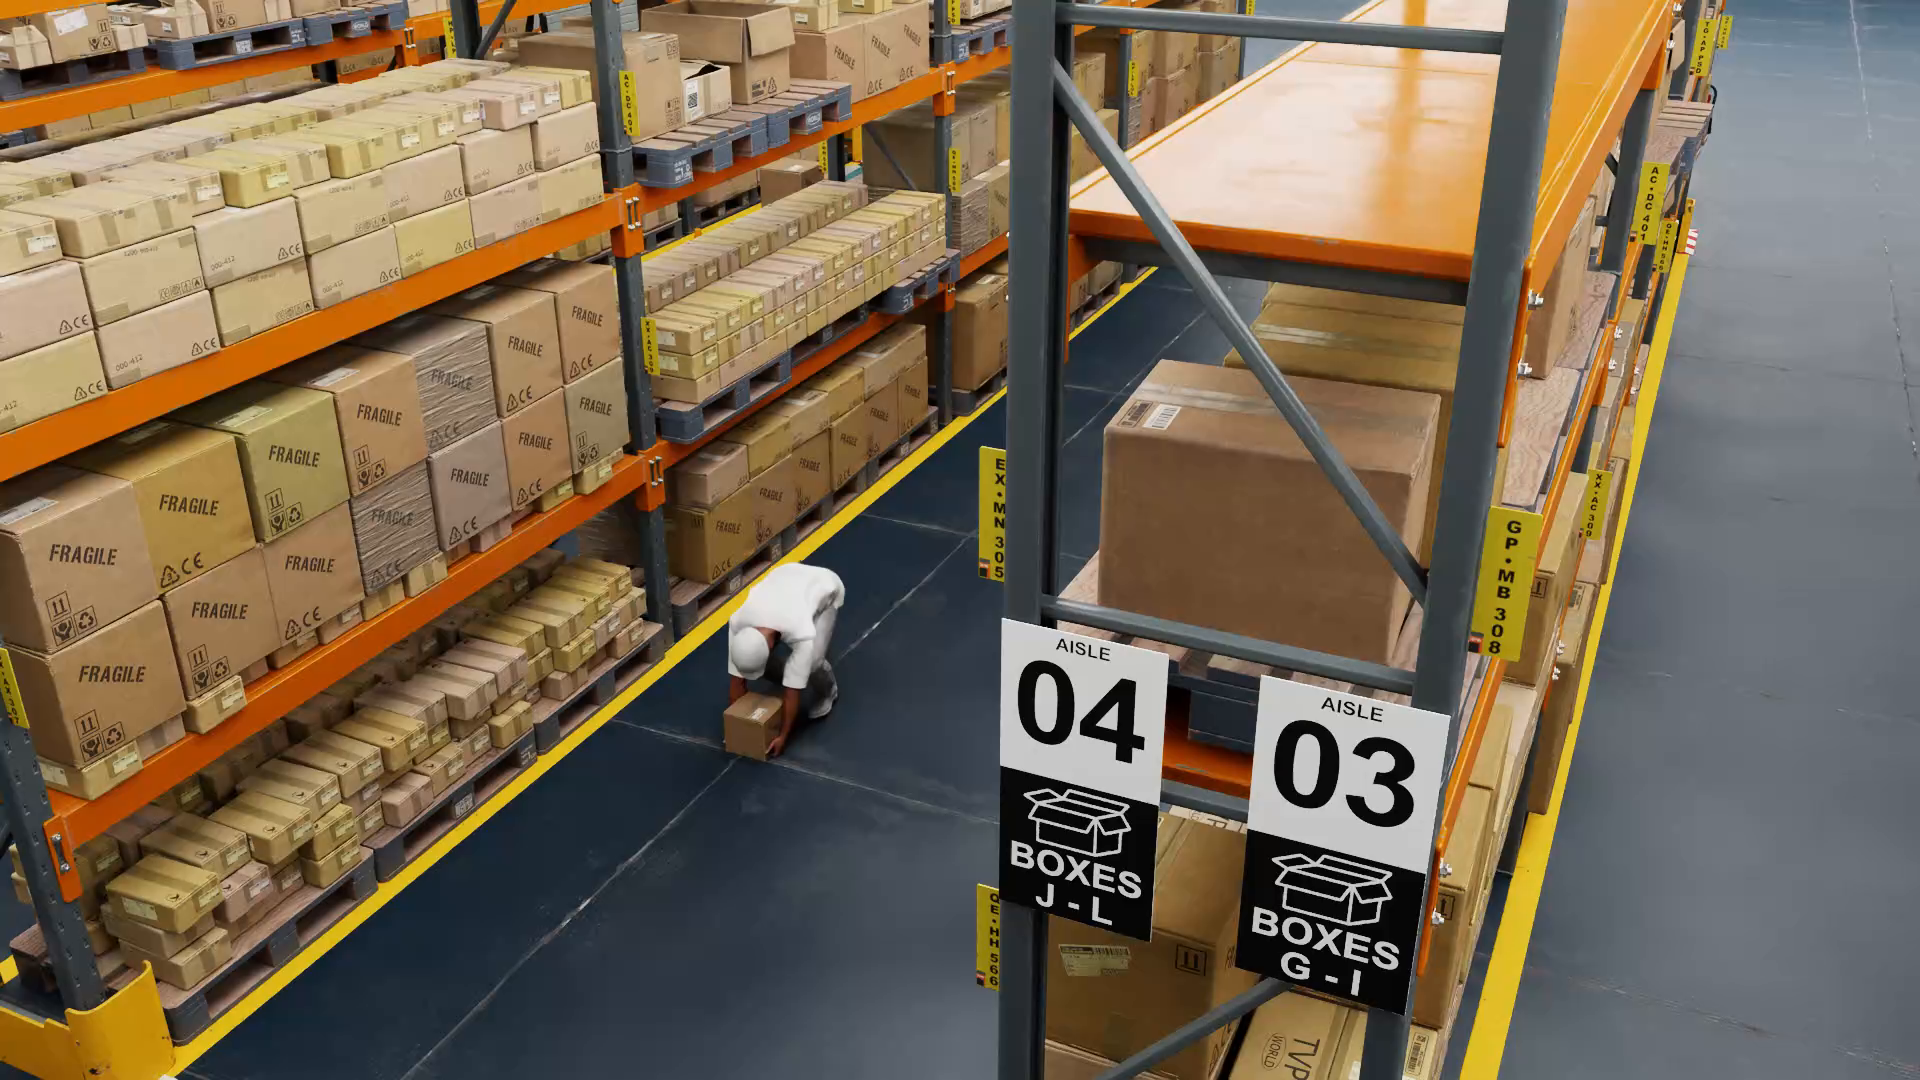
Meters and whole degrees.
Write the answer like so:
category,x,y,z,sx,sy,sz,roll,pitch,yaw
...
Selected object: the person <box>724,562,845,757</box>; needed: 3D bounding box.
category,x,y,z,sx,sy,sz,roll,pitch,yaw
person,-0.970,0.633,9.178,0.517,0.862,0.980,10,28,20
